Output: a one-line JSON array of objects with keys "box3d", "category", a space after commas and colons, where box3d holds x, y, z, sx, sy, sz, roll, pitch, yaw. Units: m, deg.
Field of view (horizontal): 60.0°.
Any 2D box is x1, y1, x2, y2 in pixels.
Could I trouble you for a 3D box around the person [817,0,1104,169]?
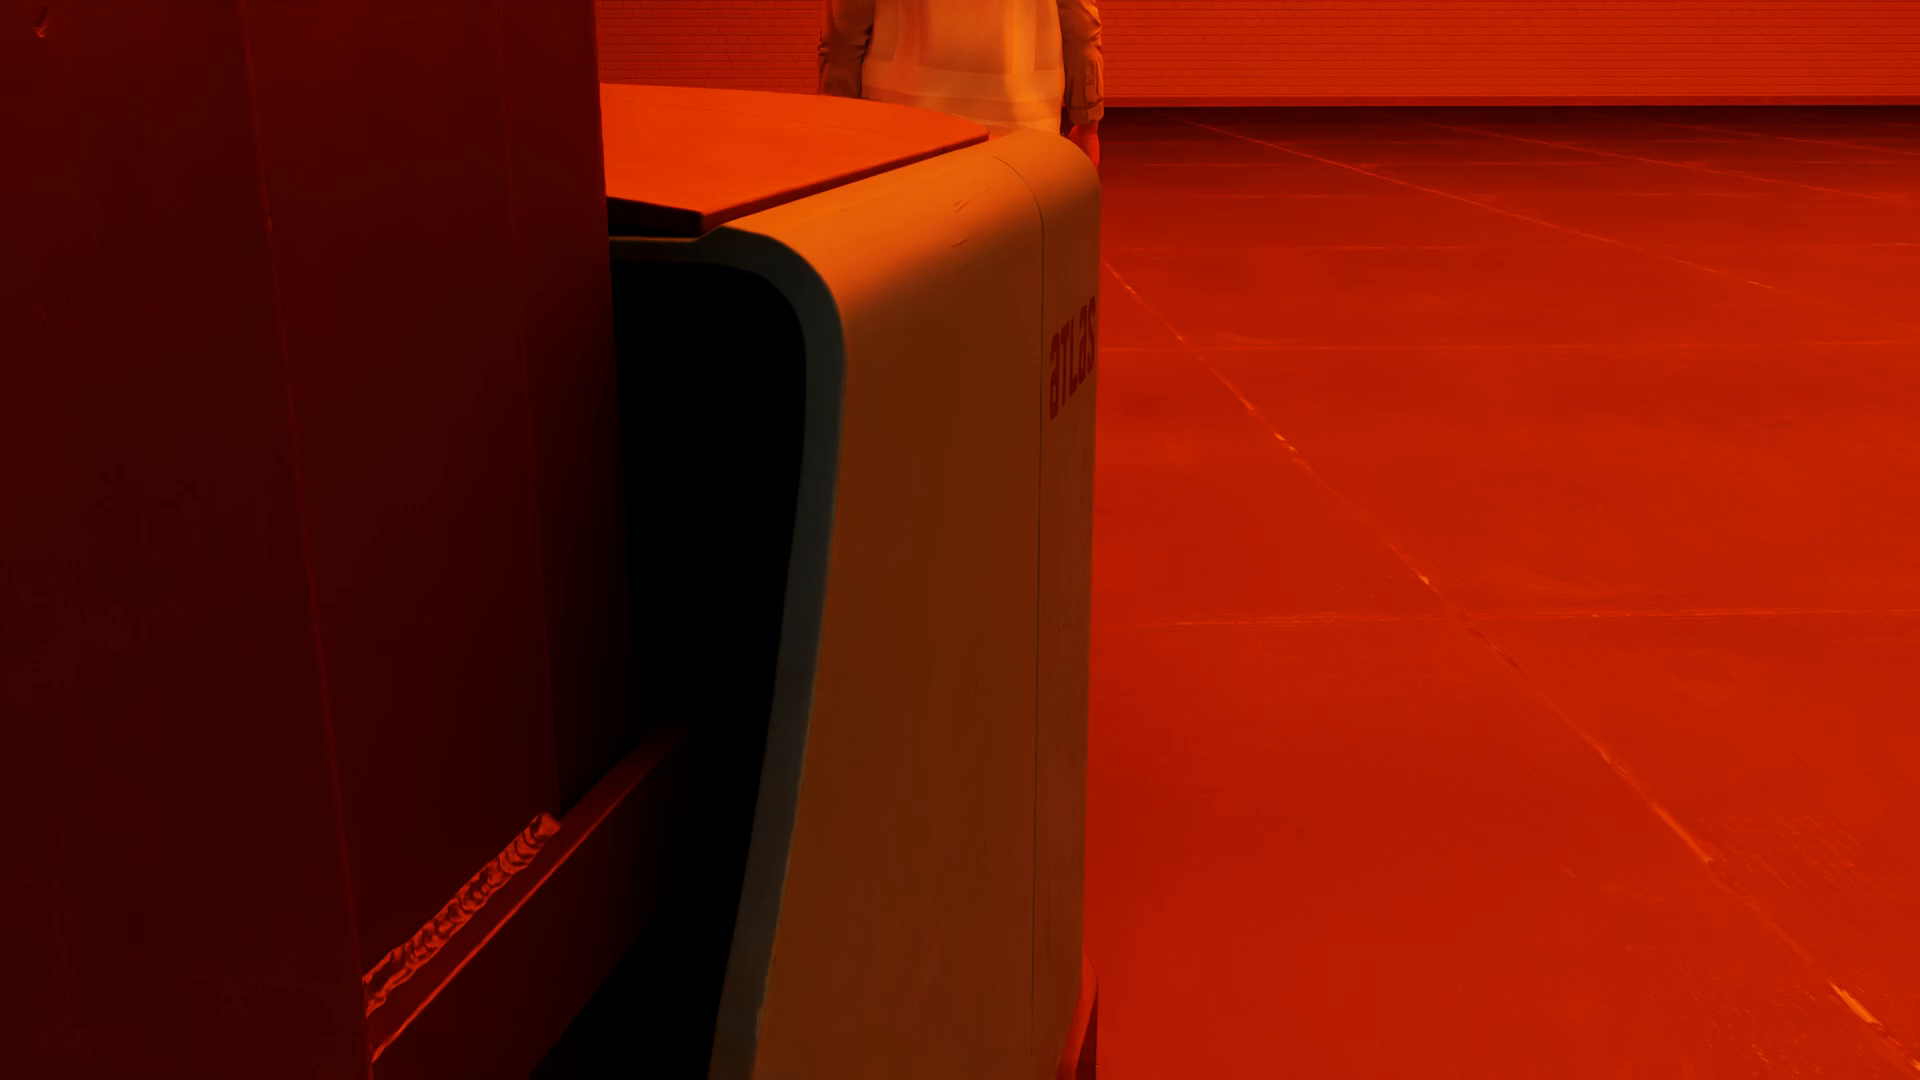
[{"box3d": [0.004, -0.874, 3.717, 0.634, 1.775, 0.566, -1, 17, -3], "category": "person"}]
